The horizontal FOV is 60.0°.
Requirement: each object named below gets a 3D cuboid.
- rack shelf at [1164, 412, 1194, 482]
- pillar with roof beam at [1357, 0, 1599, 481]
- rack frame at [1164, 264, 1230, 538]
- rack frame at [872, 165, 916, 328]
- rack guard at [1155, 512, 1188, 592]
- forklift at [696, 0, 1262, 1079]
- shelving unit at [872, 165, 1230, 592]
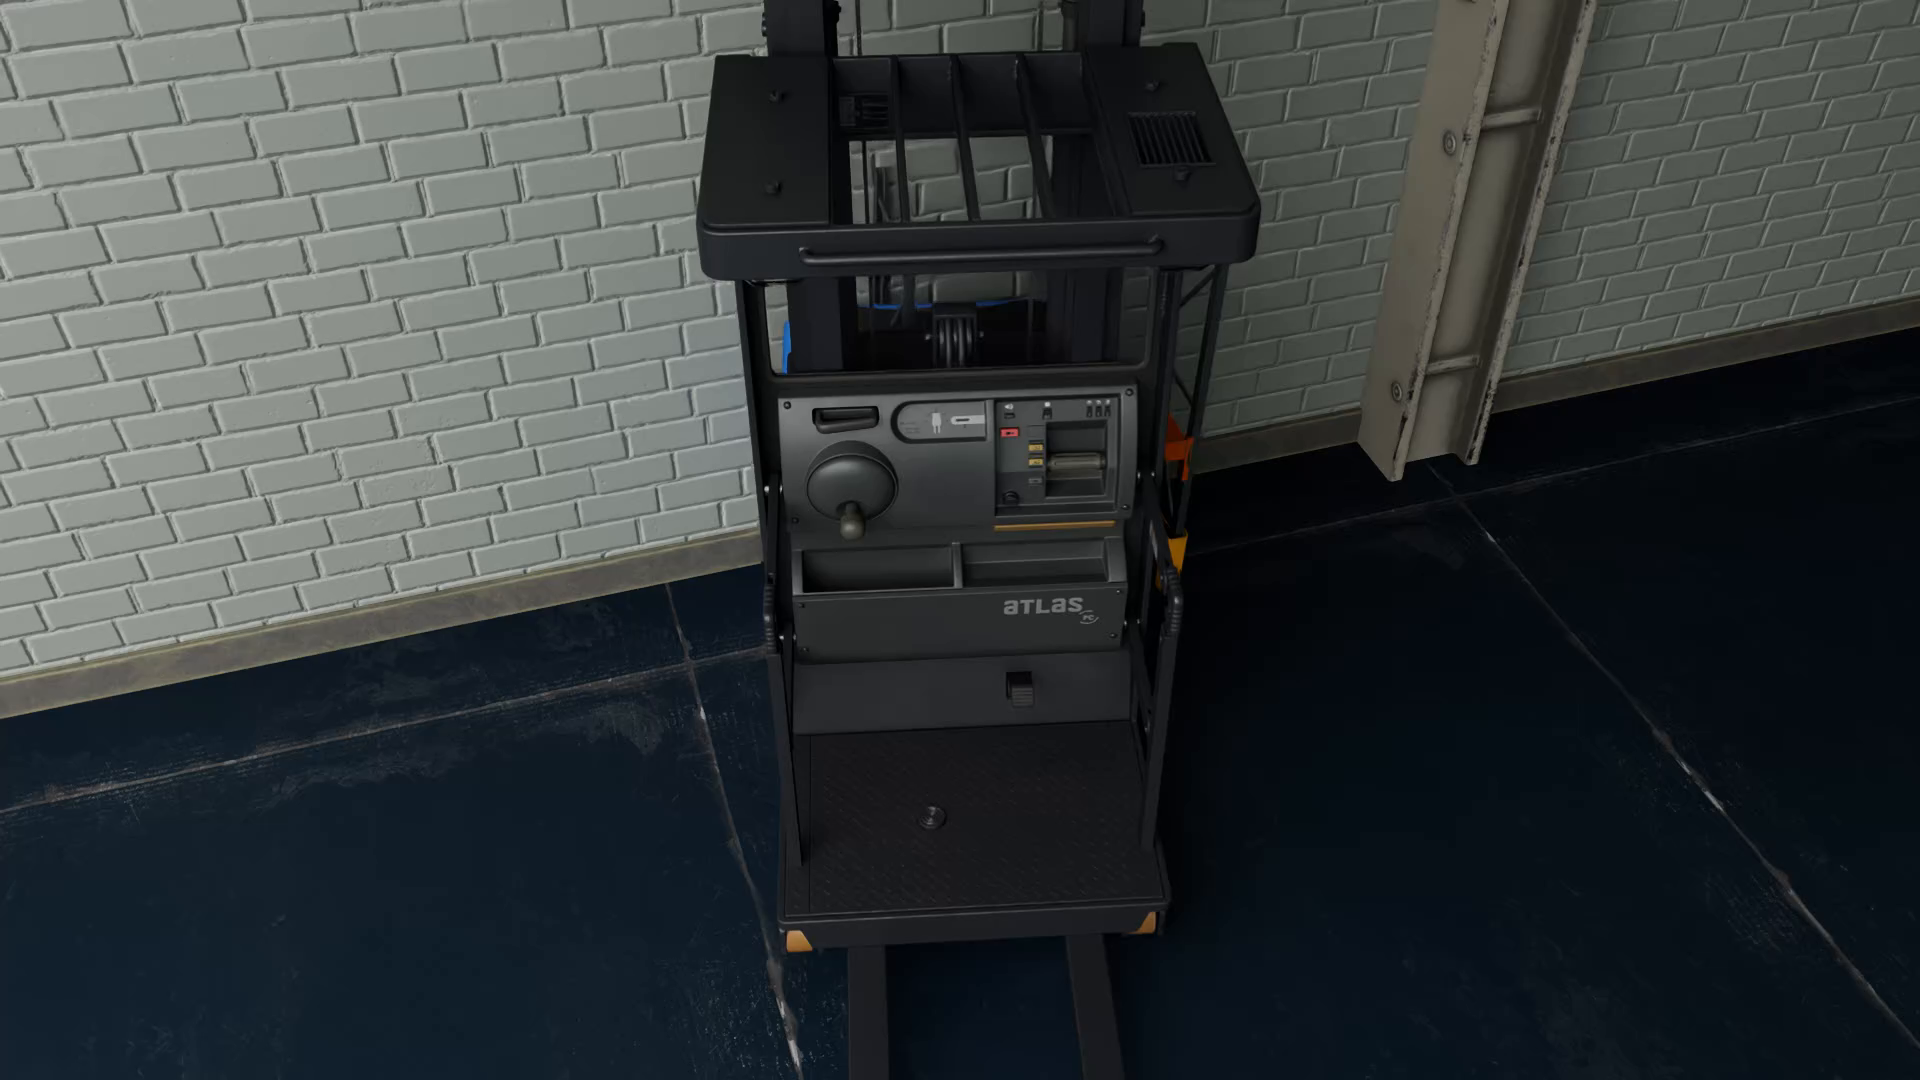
[{"bbox_3d":[0.246,-0.379,5.798,1.000,0.185,0.538,-7,40,-12],"label":"rack shelf"},{"bbox_3d":[3.120,-1.051,0.614,0.400,9.000,9.100,-12,42,-13],"label":"pillar with roof beam"},{"bbox_3d":[0.748,-0.576,5.794,0.032,1.500,0.500,-7,40,-12],"label":"rack frame"},{"bbox_3d":[-0.238,-0.460,5.575,0.032,1.500,0.500,-7,40,-12],"label":"rack frame"},{"bbox_3d":[0.698,-0.090,6.185,0.087,0.250,0.587,-7,40,-12],"label":"rack guard"},{"bbox_3d":[0.015,-0.128,4.169,1.130,2.935,3.031,-2,41,-3],"label":"forklift"},{"bbox_3d":[0.246,-0.517,5.682,1.083,1.500,0.587,-7,40,-12],"label":"shelving unit"}]
